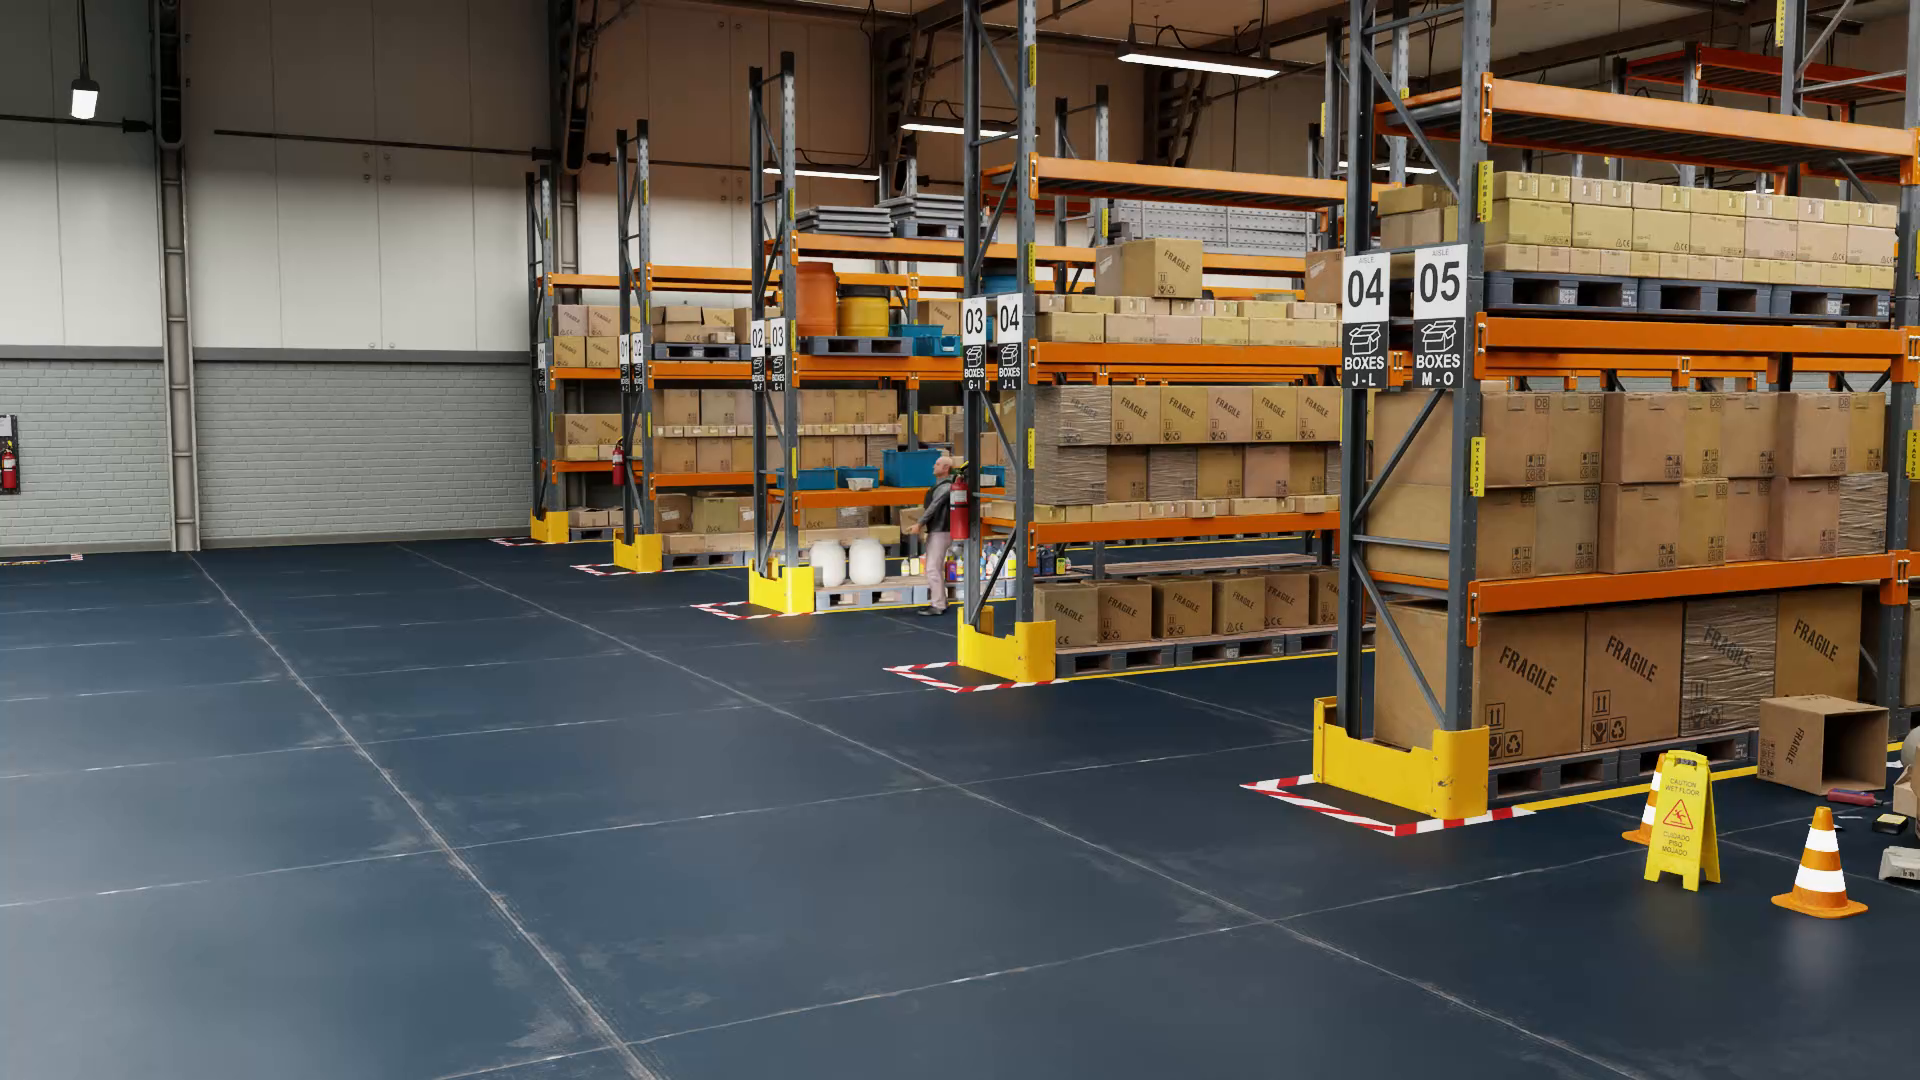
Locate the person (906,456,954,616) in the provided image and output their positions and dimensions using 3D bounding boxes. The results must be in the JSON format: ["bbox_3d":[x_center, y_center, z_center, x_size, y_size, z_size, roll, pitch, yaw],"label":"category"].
[{"bbox_3d":[-0.320,-0.047,17.983,0.559,1.711,0.494,-1,5,-10],"label":"person"}]
